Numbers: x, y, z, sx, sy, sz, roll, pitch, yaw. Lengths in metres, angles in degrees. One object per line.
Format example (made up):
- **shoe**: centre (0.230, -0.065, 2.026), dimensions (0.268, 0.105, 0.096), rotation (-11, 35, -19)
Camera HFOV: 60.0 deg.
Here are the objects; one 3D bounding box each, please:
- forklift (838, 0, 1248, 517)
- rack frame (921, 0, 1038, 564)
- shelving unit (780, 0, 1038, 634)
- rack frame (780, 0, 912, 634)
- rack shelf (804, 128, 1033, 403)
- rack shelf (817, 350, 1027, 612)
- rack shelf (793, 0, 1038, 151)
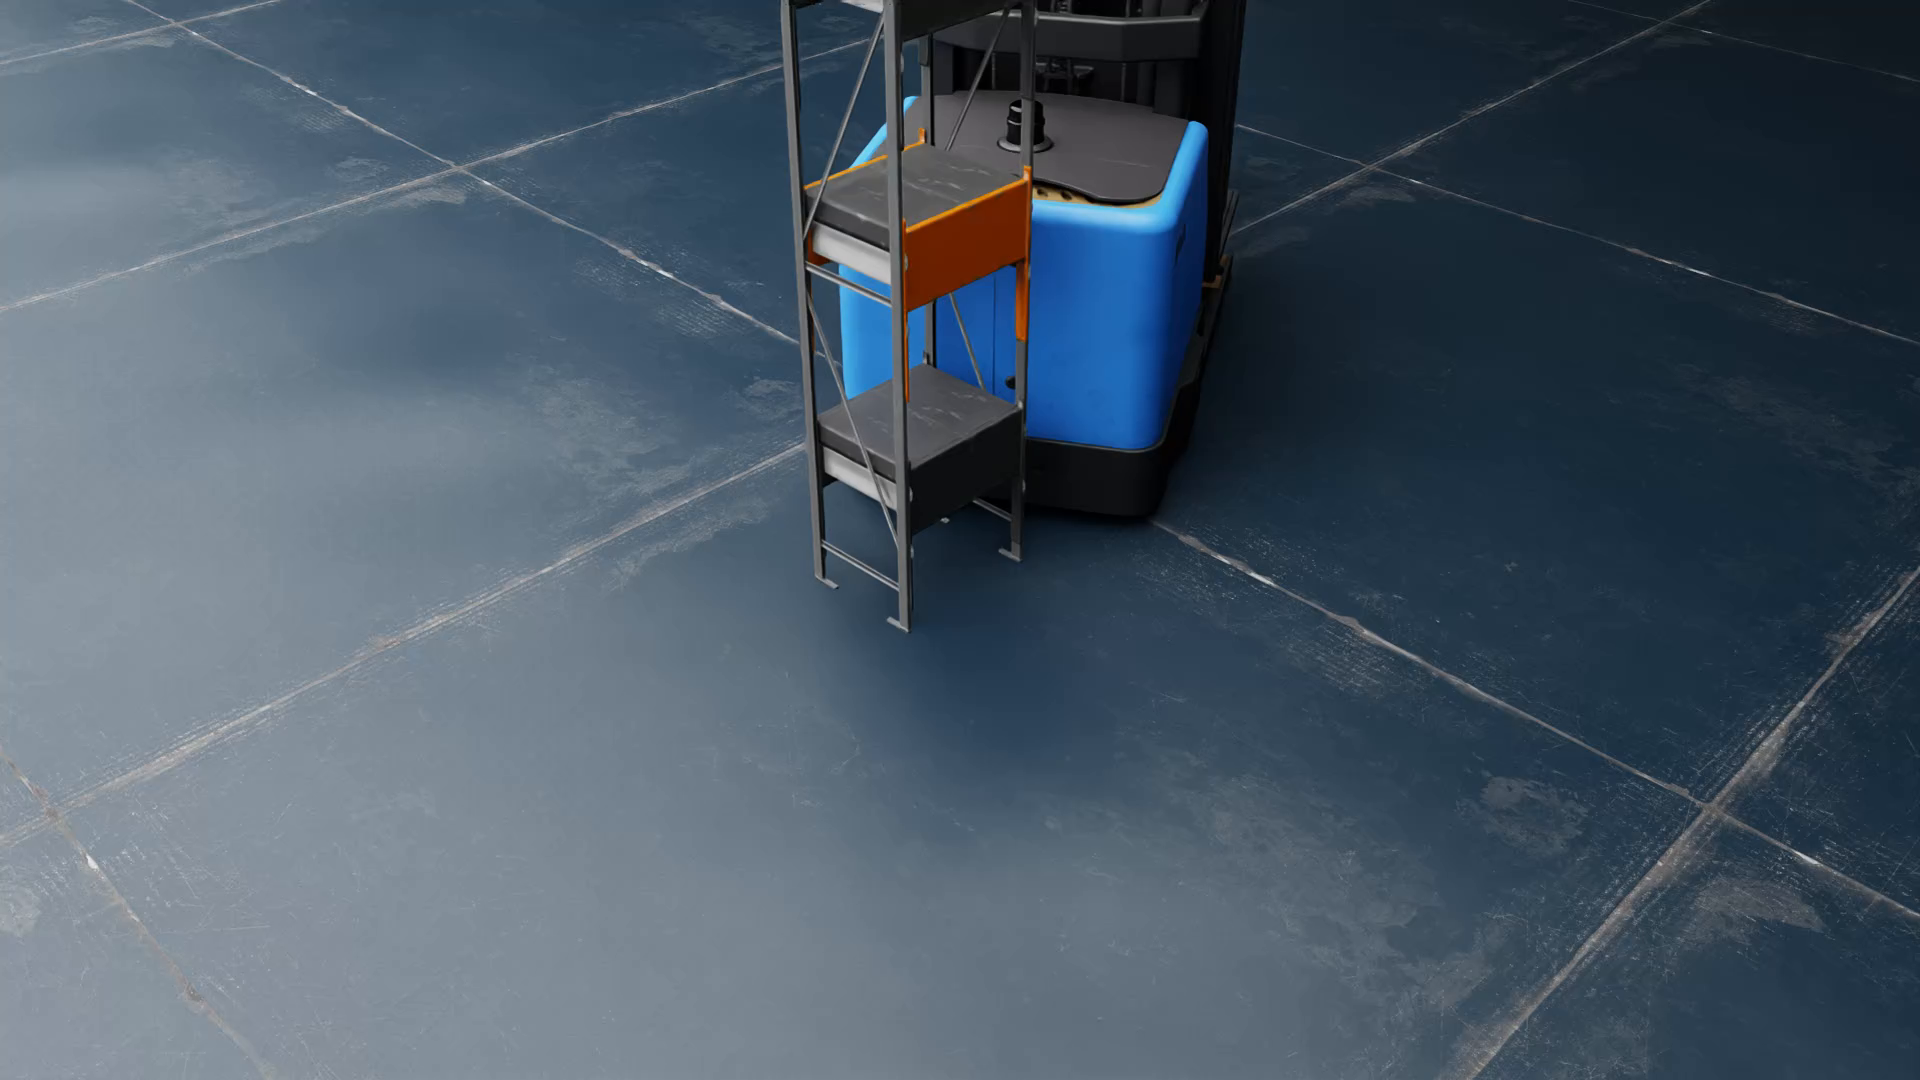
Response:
- **forklift**: centre (0.471, -2.115, 5.721), dimensions (1.130, 2.935, 3.031), rotation (8, 36, 12)
- **rack frame**: centre (0.045, -0.869, 4.661), dimensions (0.400, 2.100, 0.015), rotation (29, 44, 34)
- **shelving unit**: centre (-0.124, -0.768, 4.516), dimensions (0.431, 2.100, 0.503), rotation (29, 44, 34)
- **rack frame**: centre (-0.292, -0.667, 4.371), dimensions (0.400, 2.100, 0.015), rotation (29, 44, 34)
- **rack shelf**: centre (-0.124, -0.757, 4.523), dimensions (0.431, 0.518, 0.480), rotation (29, 44, 34)
- **rack shelf**: centre (-0.124, -0.183, 4.924), dimensions (0.431, 0.518, 0.480), rotation (29, 44, 34)
- **rack shelf**: centre (-0.124, -1.331, 4.123), dimensions (0.431, 0.518, 0.480), rotation (29, 44, 34)
